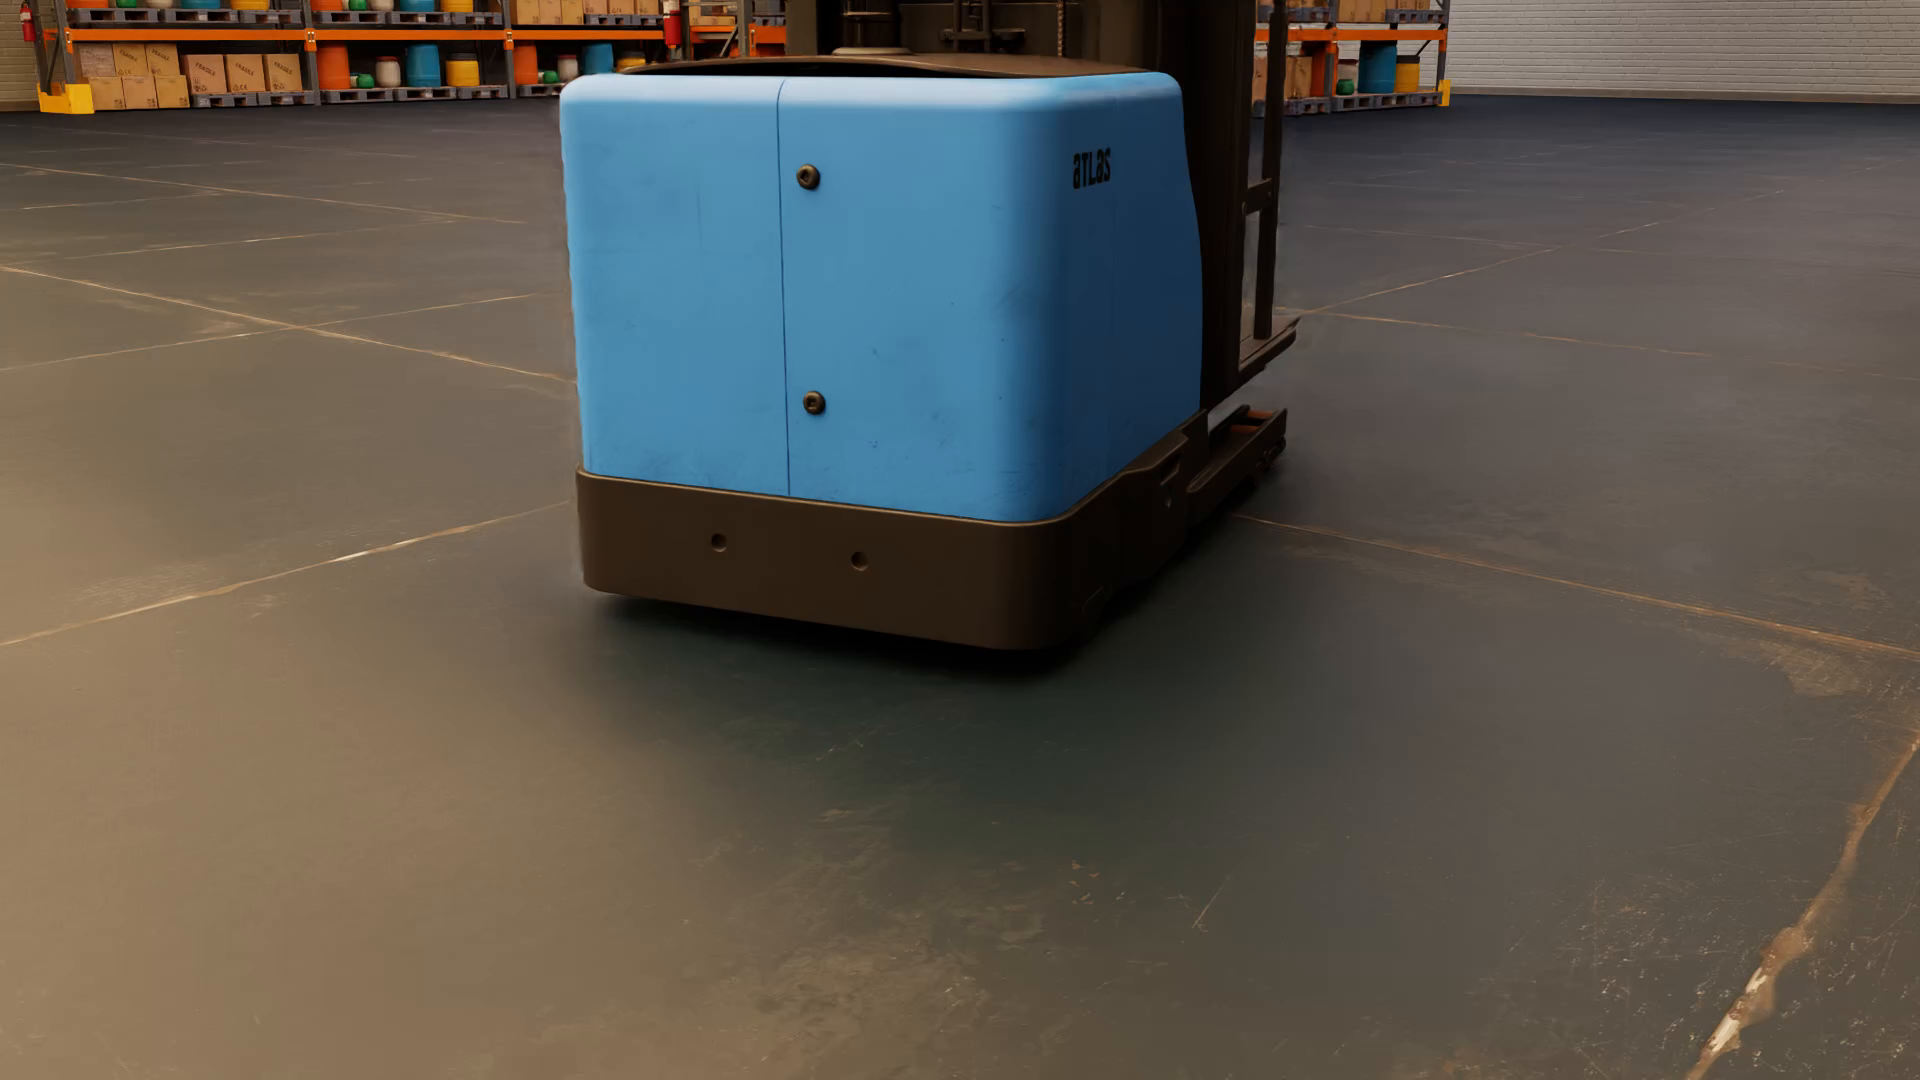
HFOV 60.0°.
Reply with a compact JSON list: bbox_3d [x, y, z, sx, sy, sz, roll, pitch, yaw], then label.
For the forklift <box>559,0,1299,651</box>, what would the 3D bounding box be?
[{"bbox_3d":[0.259,-1.586,4.121,1.130,2.935,3.031,7,18,22],"label":"forklift"}]
